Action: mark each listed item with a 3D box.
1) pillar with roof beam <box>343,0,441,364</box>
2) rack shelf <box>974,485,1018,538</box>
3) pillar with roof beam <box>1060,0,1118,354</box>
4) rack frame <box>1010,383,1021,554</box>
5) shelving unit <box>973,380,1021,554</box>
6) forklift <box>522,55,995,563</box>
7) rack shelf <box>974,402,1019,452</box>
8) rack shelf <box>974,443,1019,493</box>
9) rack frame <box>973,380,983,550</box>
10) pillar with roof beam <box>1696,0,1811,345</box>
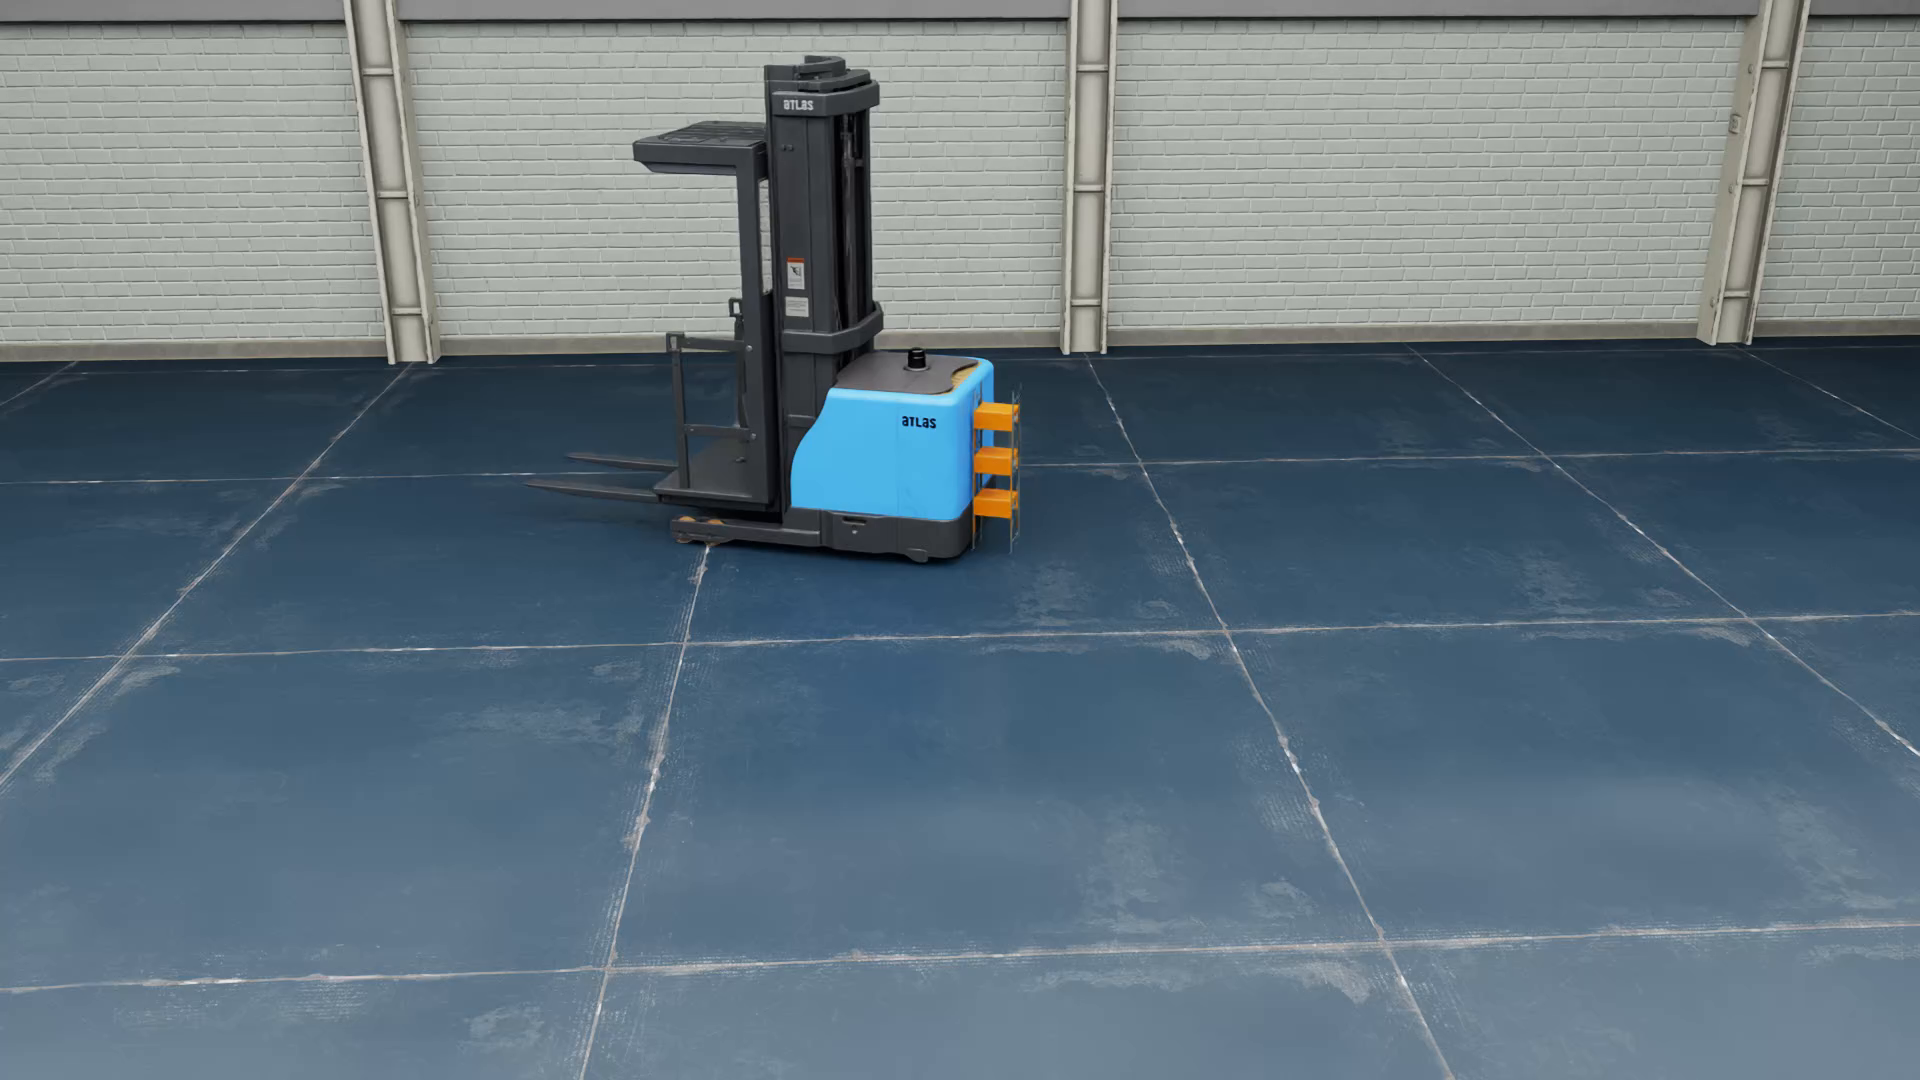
[{"bbox_3d":[-4.622,-4.291,9.245,0.400,9.000,9.100,-1,21,-3],"label":"pillar with roof beam"},{"bbox_3d":[0.228,-0.179,10.427,0.240,0.259,0.215,6,22,14],"label":"rack shelf"},{"bbox_3d":[1.369,-4.413,9.565,0.400,9.000,9.100,-1,21,-3],"label":"pillar with roof beam"},{"bbox_3d":[0.345,-0.437,10.294,0.008,1.050,0.200,6,22,14],"label":"rack frame"},{"bbox_3d":[0.228,-0.449,10.324,0.252,1.050,0.215,6,22,14],"label":"shelving unit"},{"bbox_3d":[-1.344,-1.505,10.455,3.031,2.935,1.130,6,22,14],"label":"forklift"},{"bbox_3d":[0.228,-0.704,10.227,0.240,0.259,0.215,6,22,14],"label":"rack shelf"},{"bbox_3d":[0.228,-0.439,10.328,0.240,0.259,0.215,6,22,14],"label":"rack shelf"},{"bbox_3d":[0.110,-0.460,10.354,0.008,1.050,0.200,6,22,14],"label":"rack frame"},{"bbox_3d":[7.359,-4.535,9.885,0.400,9.000,9.100,-1,21,-3],"label":"pillar with roof beam"}]
